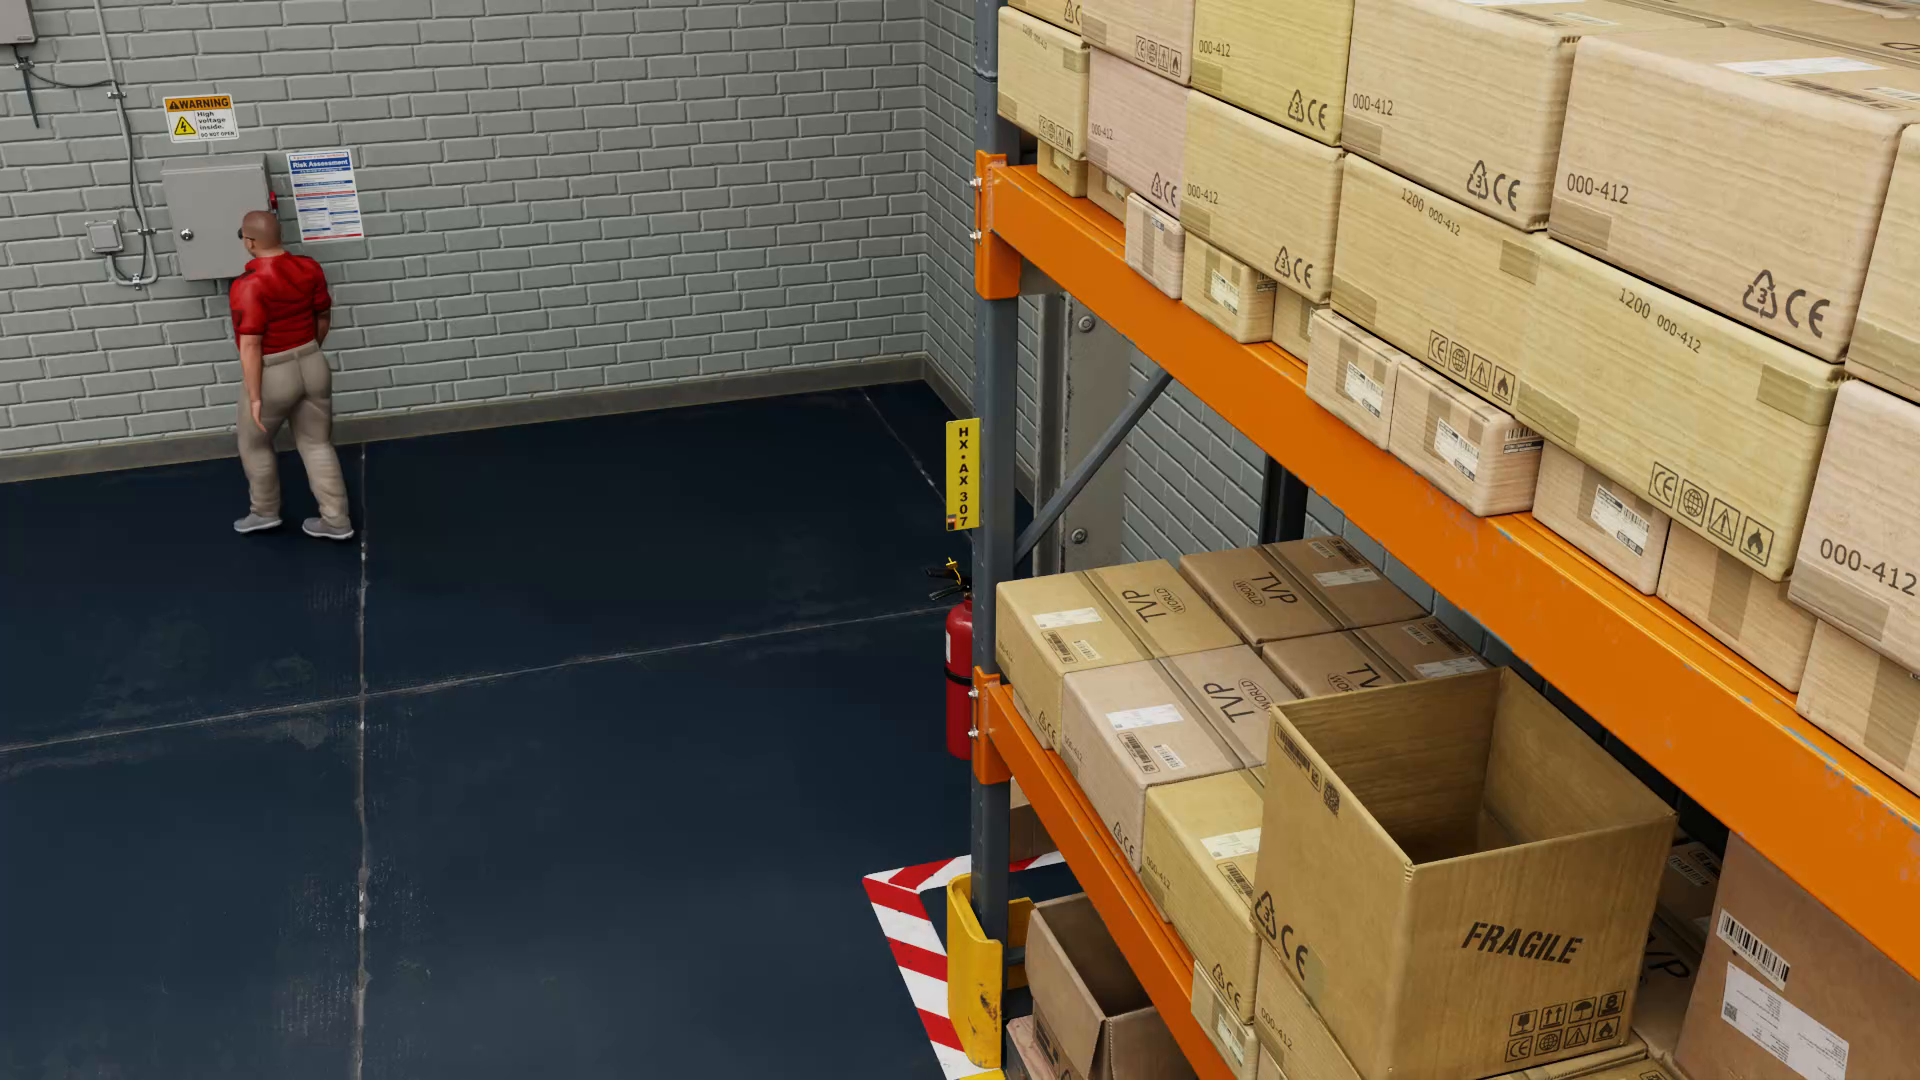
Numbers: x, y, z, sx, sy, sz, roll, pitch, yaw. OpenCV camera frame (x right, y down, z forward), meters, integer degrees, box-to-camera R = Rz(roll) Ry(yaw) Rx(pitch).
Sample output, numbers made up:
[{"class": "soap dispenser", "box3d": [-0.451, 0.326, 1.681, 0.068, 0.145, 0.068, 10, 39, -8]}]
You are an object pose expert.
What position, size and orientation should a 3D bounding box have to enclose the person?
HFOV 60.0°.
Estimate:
[{"class": "person", "box3d": [-3.422, -0.822, 8.306, 0.685, 1.736, 0.585, 19, 32, 33]}]
